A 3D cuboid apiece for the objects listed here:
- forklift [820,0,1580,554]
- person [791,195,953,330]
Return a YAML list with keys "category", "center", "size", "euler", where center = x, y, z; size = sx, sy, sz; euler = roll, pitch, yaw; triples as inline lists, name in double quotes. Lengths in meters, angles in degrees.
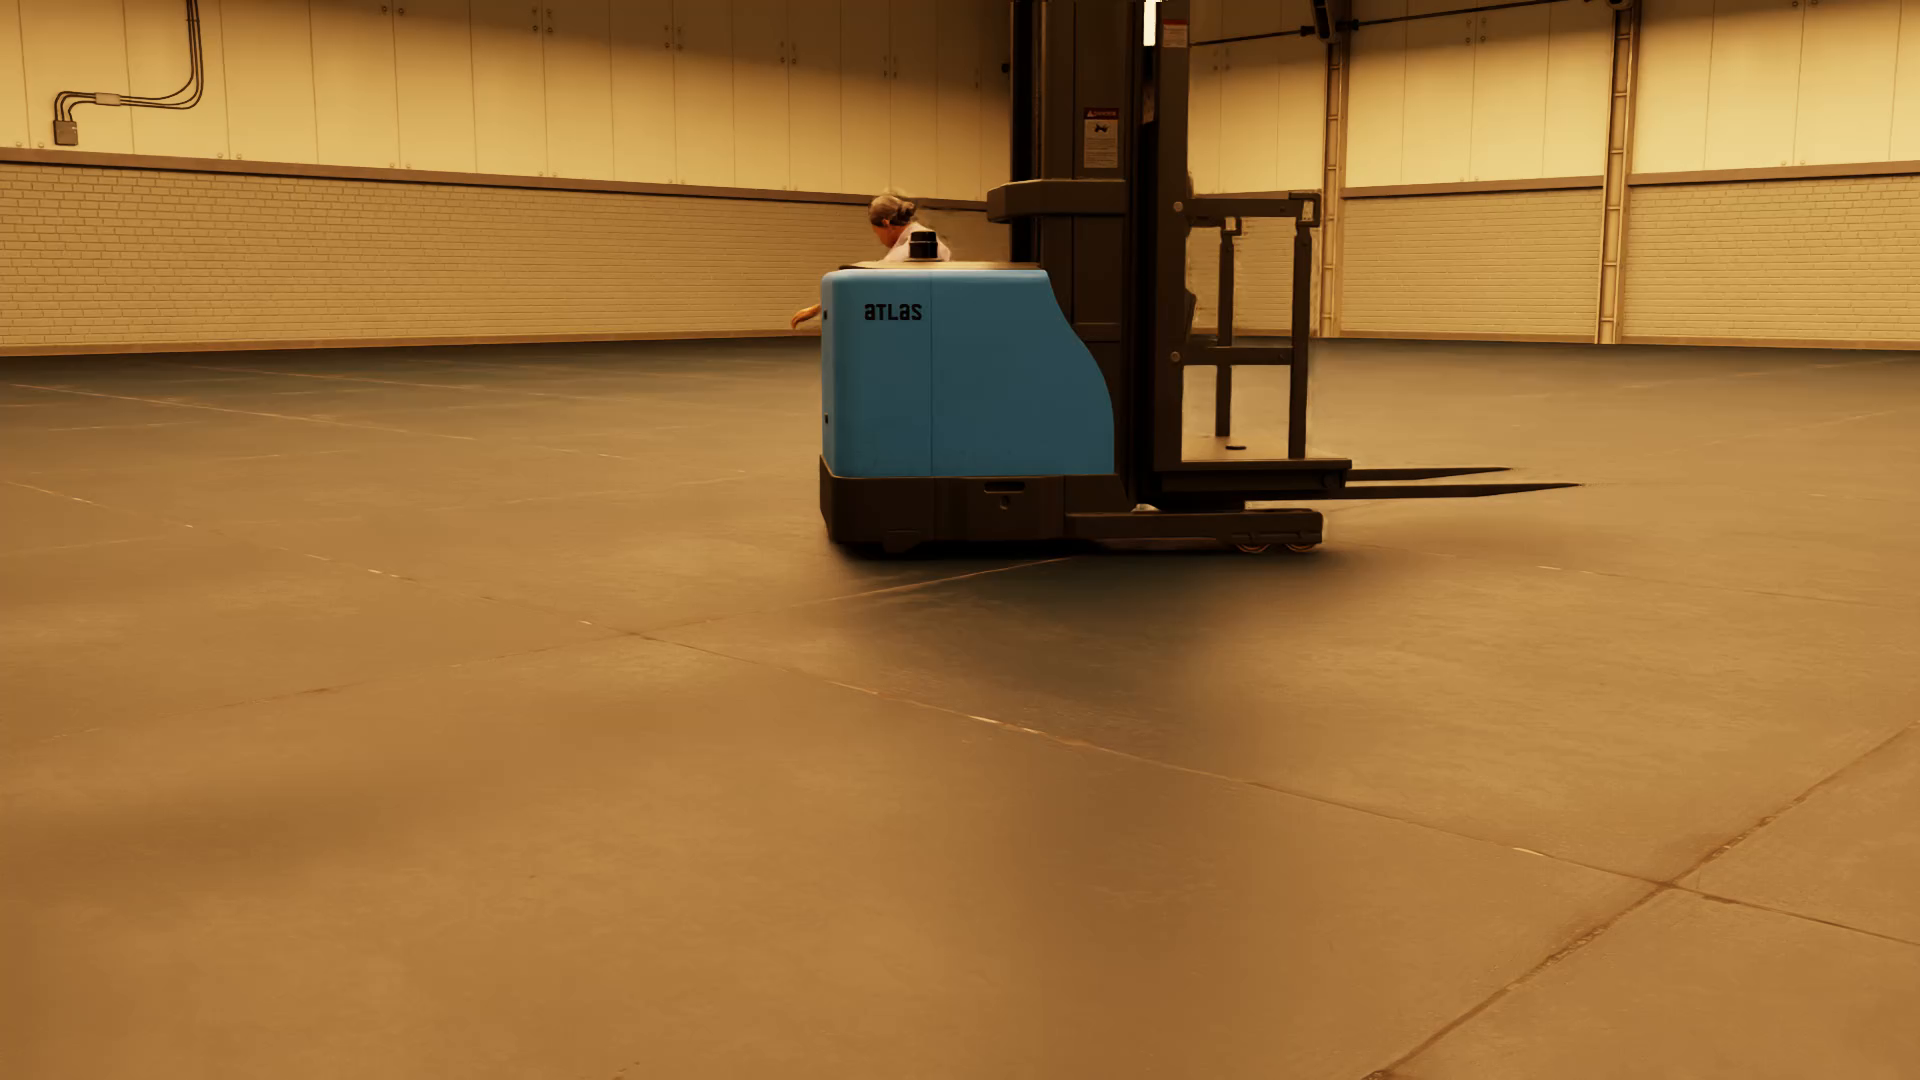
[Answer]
- category: "forklift"
  center: [0.963, -1.474, 6.662]
  size: [3.031, 2.935, 1.130]
  euler: [-1, 9, -8]
- category: "person"
  center: [-0.308, -0.884, 7.868]
  size: [0.950, 1.454, 1.010]
  euler: [5, 10, 28]
